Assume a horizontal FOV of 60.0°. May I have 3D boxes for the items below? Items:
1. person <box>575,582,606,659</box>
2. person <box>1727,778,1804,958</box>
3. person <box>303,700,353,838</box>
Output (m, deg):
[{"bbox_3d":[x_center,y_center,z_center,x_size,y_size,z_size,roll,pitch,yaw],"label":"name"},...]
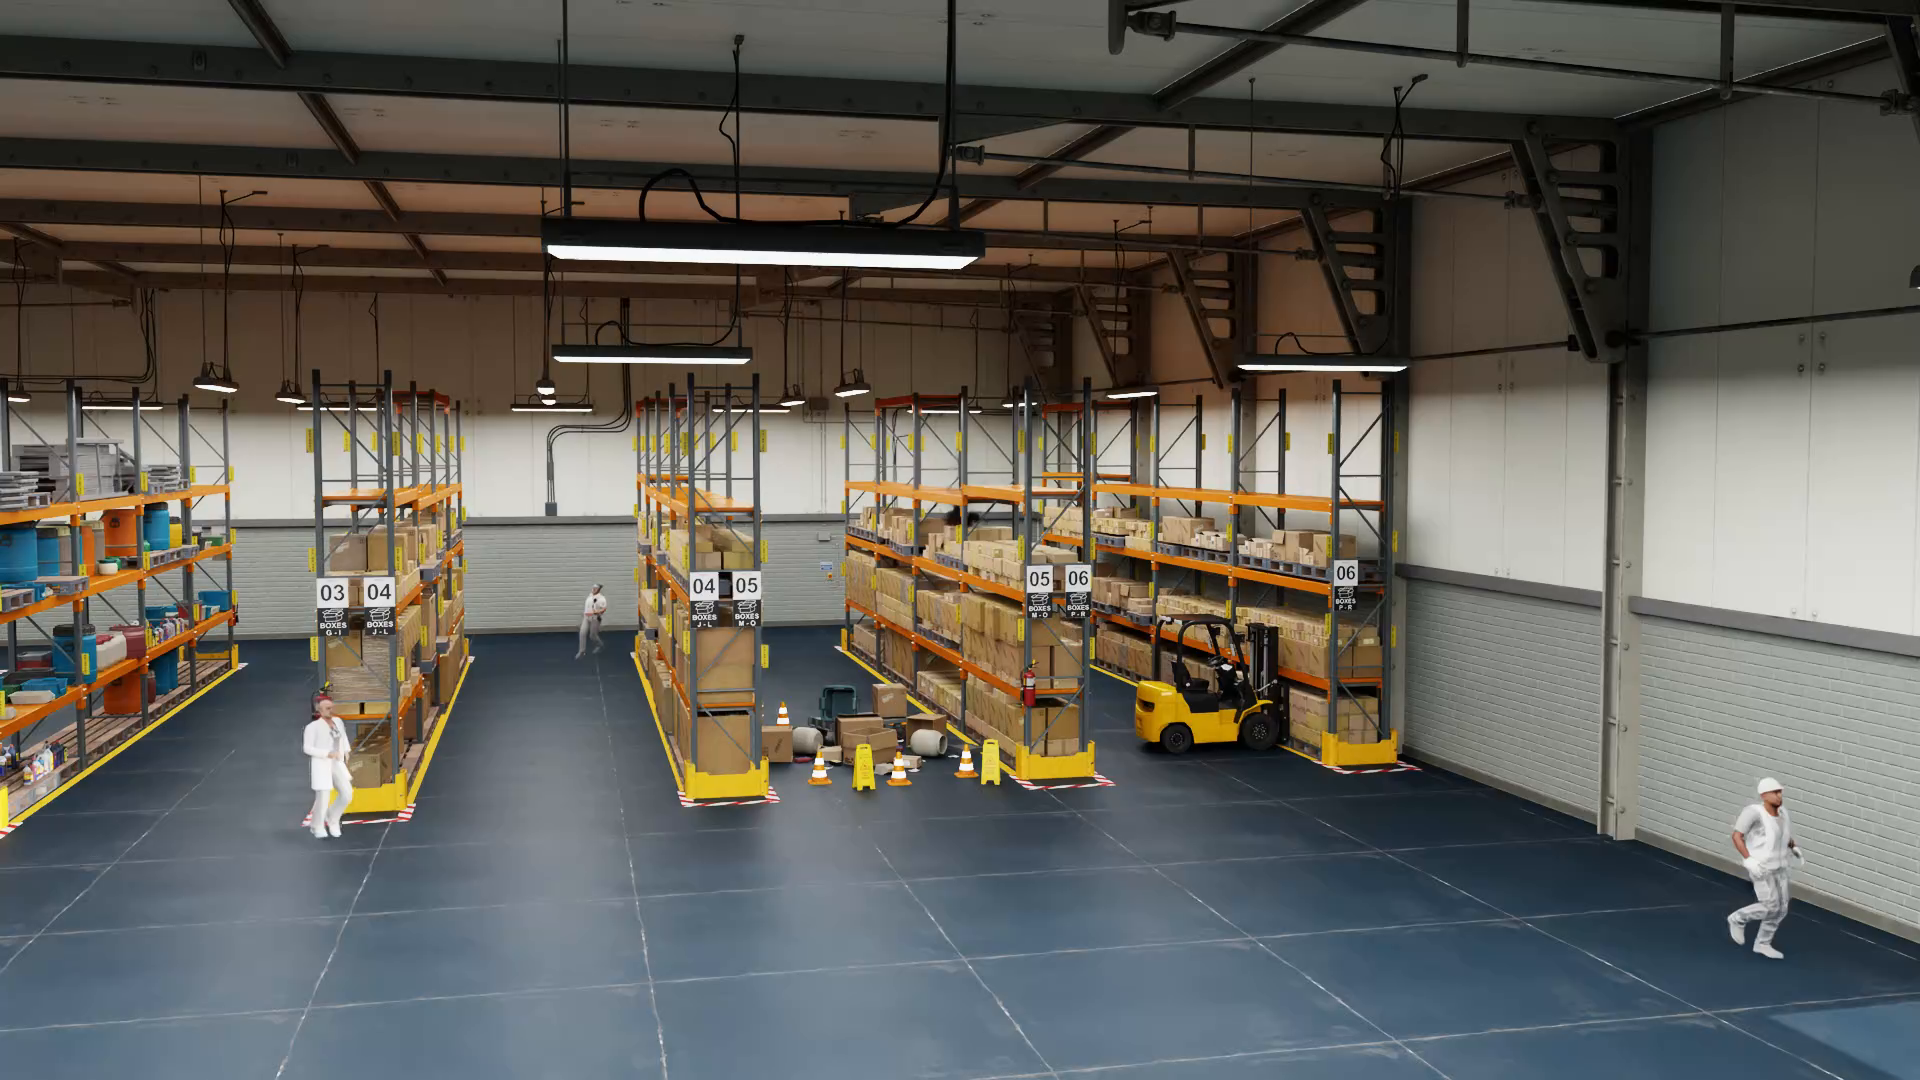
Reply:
[{"bbox_3d":[-8.605,1.874,39.002,0.695,1.772,0.889,2,4,30],"label":"person"},{"bbox_3d":[7.900,3.191,16.293,0.699,1.749,0.565,-2,4,-28],"label":"person"},{"bbox_3d":[-7.971,2.913,21.087,0.730,1.788,0.749,2,4,32],"label":"person"}]
